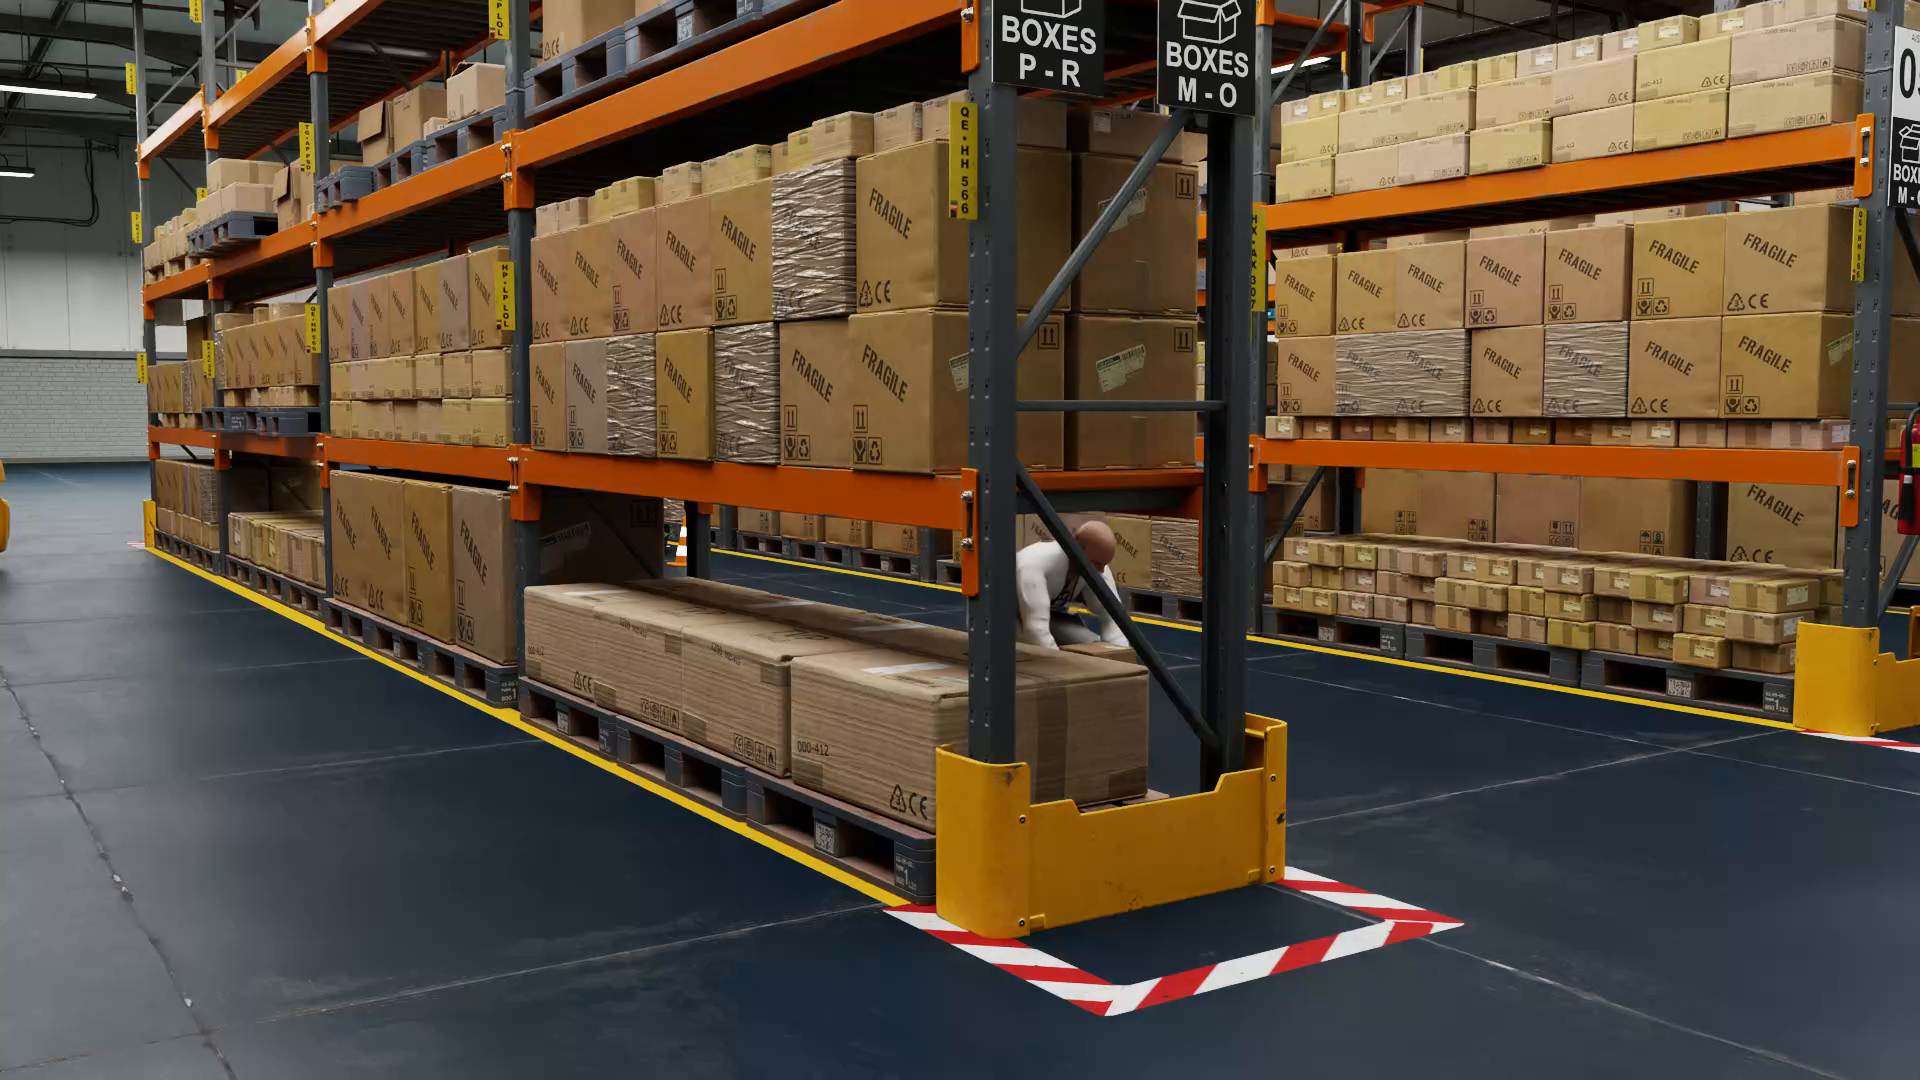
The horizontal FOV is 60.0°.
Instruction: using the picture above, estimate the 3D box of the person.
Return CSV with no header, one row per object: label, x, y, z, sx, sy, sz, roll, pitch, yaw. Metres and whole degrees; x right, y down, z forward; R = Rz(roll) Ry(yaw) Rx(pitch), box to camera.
person,0.415,0.407,7.651,0.609,0.986,0.911,-3,5,-34
